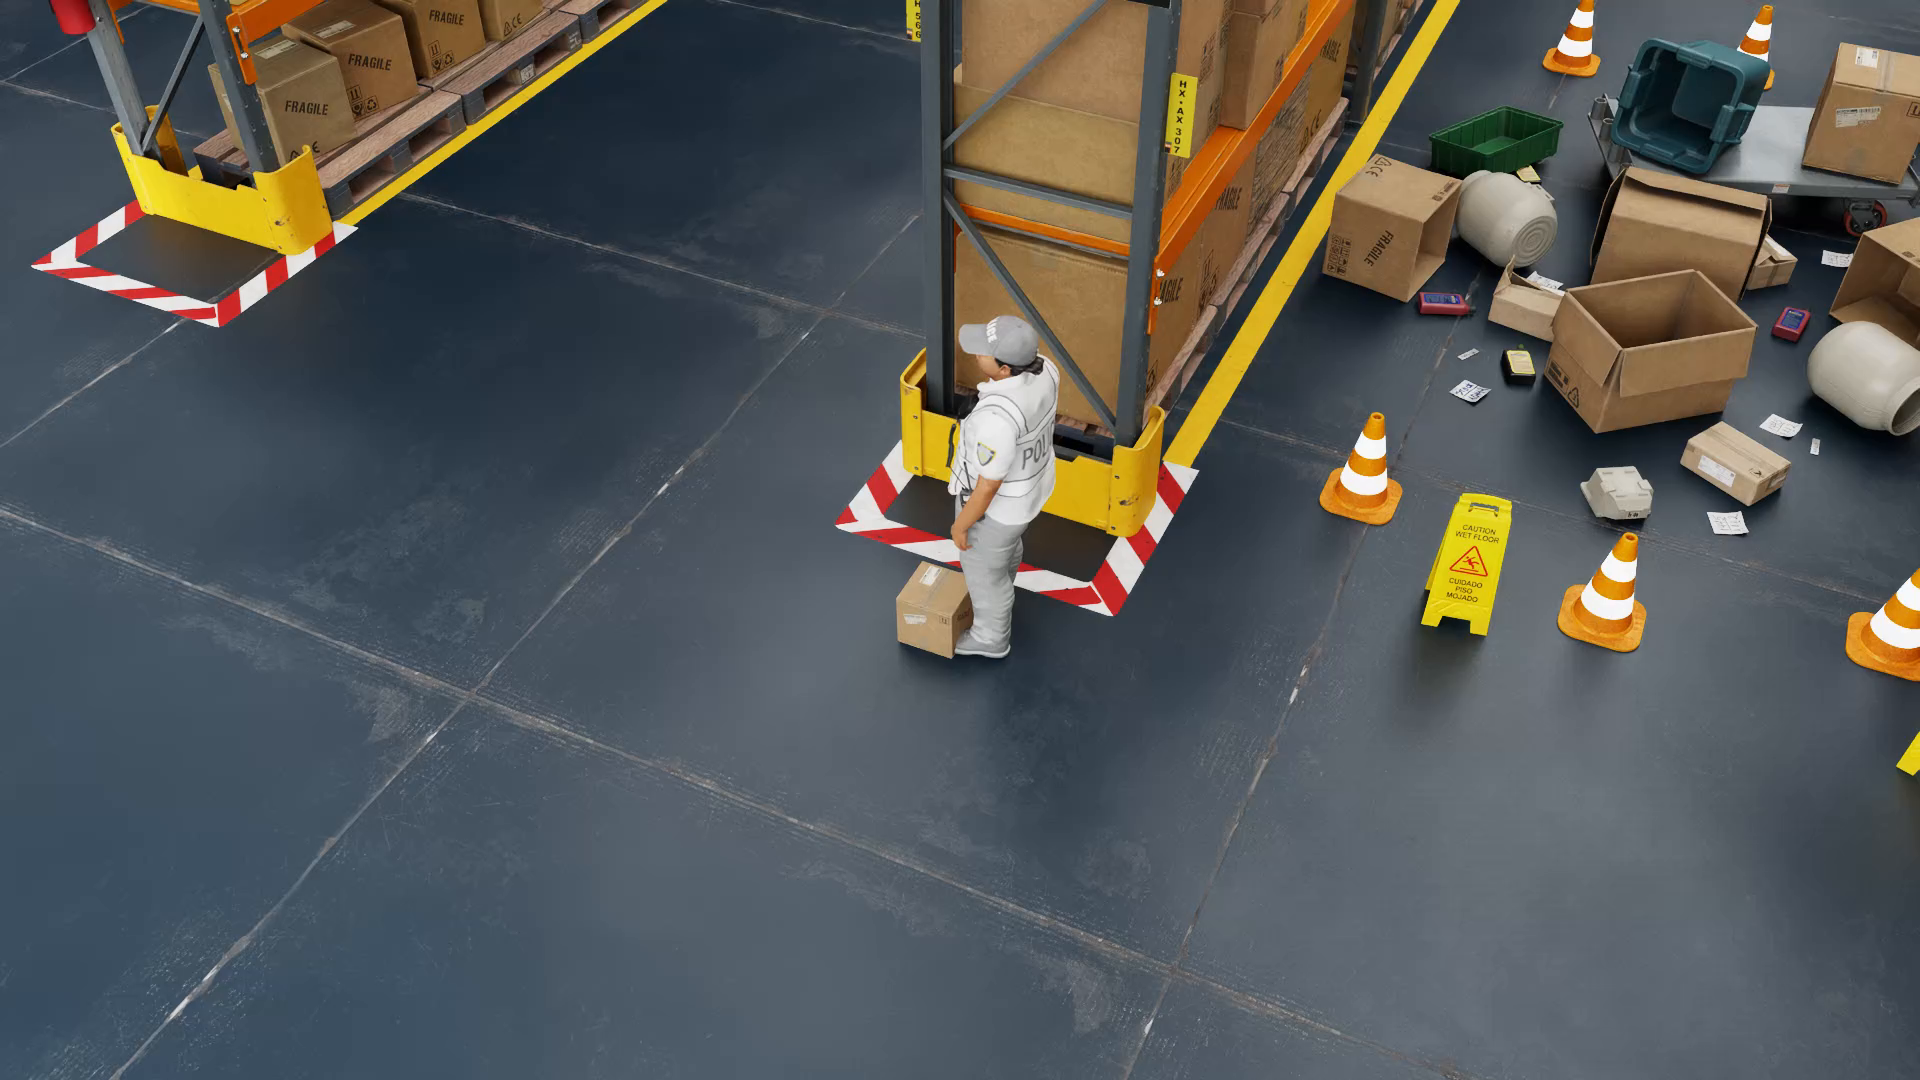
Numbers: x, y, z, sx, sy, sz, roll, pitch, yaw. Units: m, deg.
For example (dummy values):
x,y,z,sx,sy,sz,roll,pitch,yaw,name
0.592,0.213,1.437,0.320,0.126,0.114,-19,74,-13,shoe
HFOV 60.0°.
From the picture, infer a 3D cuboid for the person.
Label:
x,y,z,sx,sy,sz,roll,pitch,yaw,name
0.093,-0.213,6.375,0.529,1.669,0.598,18,45,19,person
